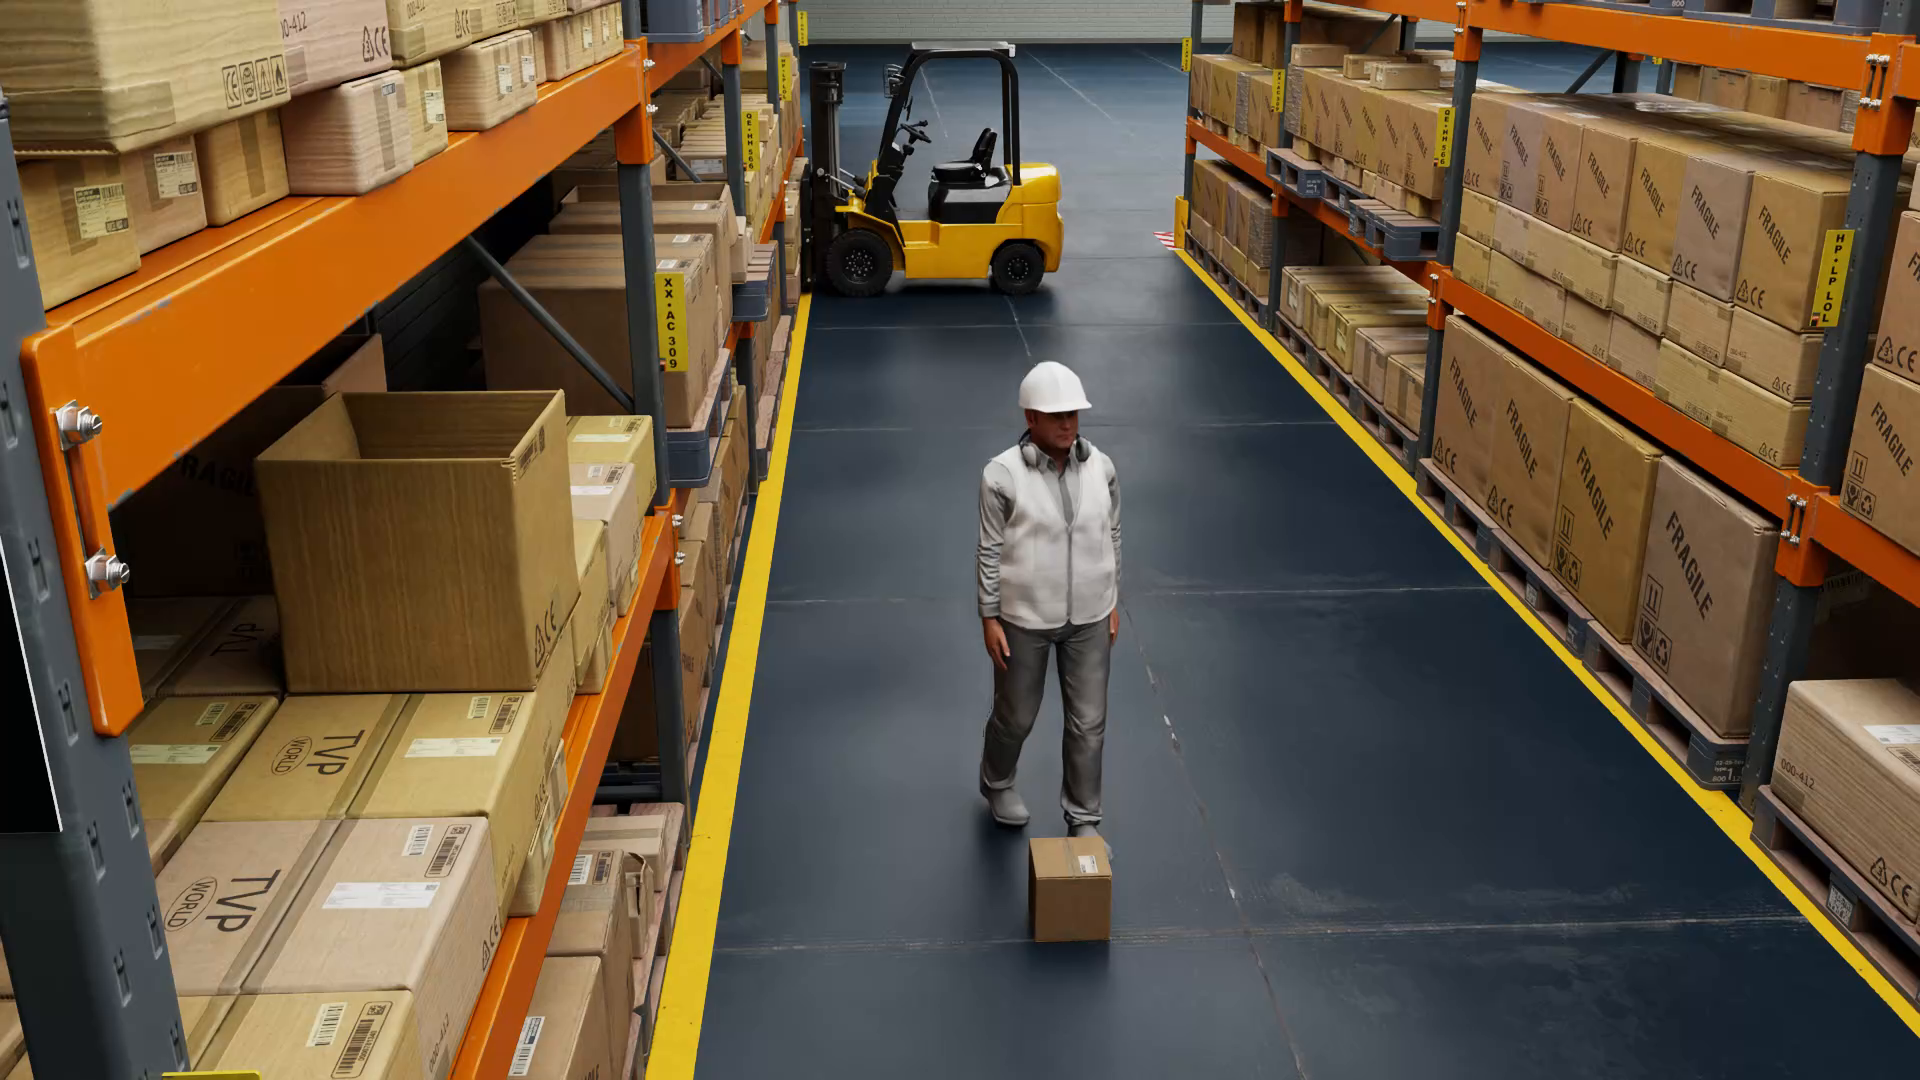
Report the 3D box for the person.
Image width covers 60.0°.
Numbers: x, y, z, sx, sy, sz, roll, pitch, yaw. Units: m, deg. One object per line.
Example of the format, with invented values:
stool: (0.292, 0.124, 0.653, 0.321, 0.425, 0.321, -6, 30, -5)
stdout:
person: (0.324, 0.252, 5.832, 0.550, 1.775, 0.652, -5, 21, -14)
